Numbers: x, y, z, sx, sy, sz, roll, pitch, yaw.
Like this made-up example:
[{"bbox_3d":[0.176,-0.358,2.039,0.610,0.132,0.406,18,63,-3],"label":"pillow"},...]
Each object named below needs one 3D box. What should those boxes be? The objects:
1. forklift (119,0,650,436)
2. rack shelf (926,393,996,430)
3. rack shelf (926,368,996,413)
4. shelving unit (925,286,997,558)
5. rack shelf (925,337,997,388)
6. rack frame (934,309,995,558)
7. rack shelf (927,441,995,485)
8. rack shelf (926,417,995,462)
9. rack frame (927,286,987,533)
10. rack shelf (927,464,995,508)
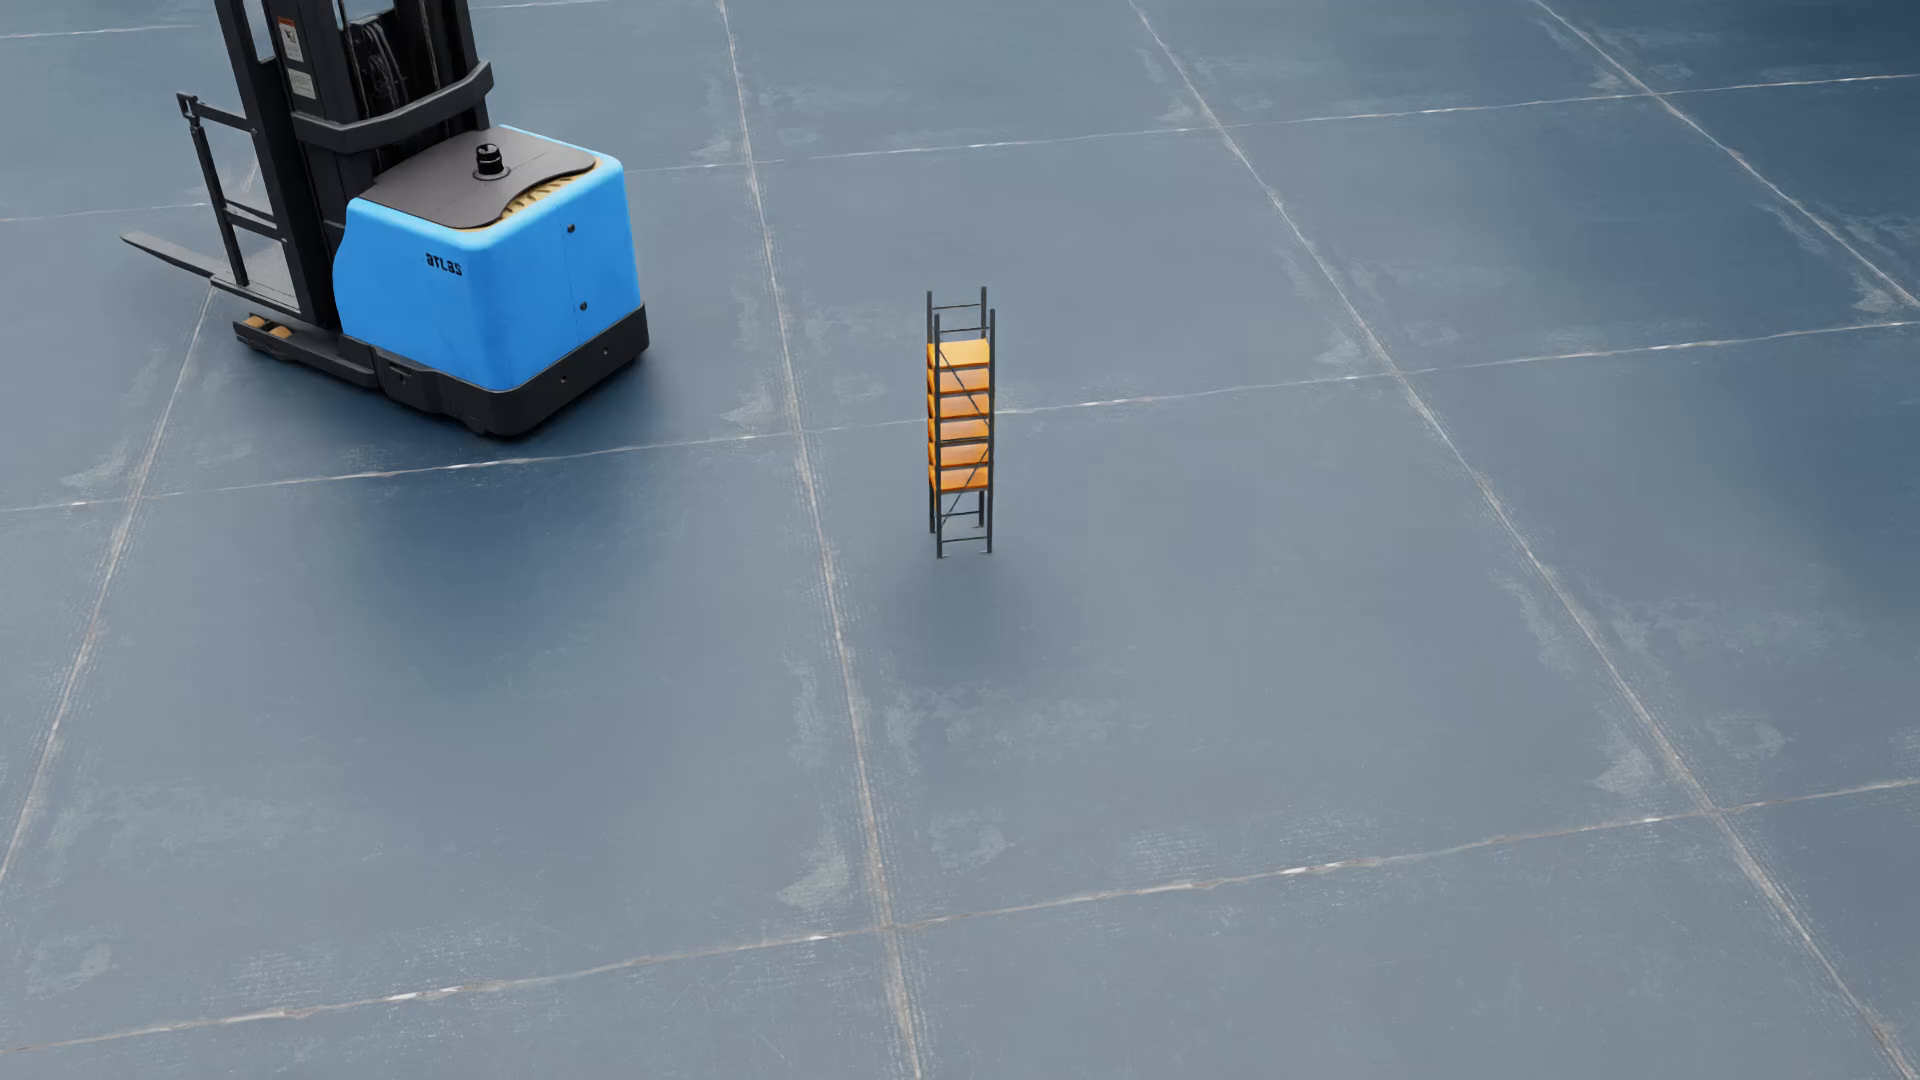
[{"bbox_3d":[-3.094,-2.322,7.850,3.031,2.935,1.130,21,42,24],"label":"forklift"},{"bbox_3d":[0.003,-0.525,6.824,0.258,0.103,0.180,-6,38,-8],"label":"rack shelf"},{"bbox_3d":[0.003,-0.620,6.751,0.258,0.103,0.180,-6,38,-8],"label":"rack shelf"},{"bbox_3d":[0.003,-0.465,6.871,0.258,1.200,0.189,-6,38,-8],"label":"shelving unit"},{"bbox_3d":[0.003,-0.714,6.677,0.258,0.103,0.180,-6,38,-8],"label":"rack shelf"},{"bbox_3d":[0.019,-0.410,6.800,0.240,1.200,0.006,-6,38,-8],"label":"rack frame"},{"bbox_3d":[0.003,-0.335,6.972,0.258,0.103,0.180,-6,38,-8],"label":"rack shelf"},{"bbox_3d":[0.003,-0.430,6.898,0.258,0.103,0.180,-6,38,-8],"label":"rack shelf"},{"bbox_3d":[-0.013,-0.520,6.942,0.240,1.200,0.006,-6,38,-8],"label":"rack frame"},{"bbox_3d":[0.003,-0.240,7.045,0.258,0.103,0.180,-6,38,-8],"label":"rack shelf"}]
